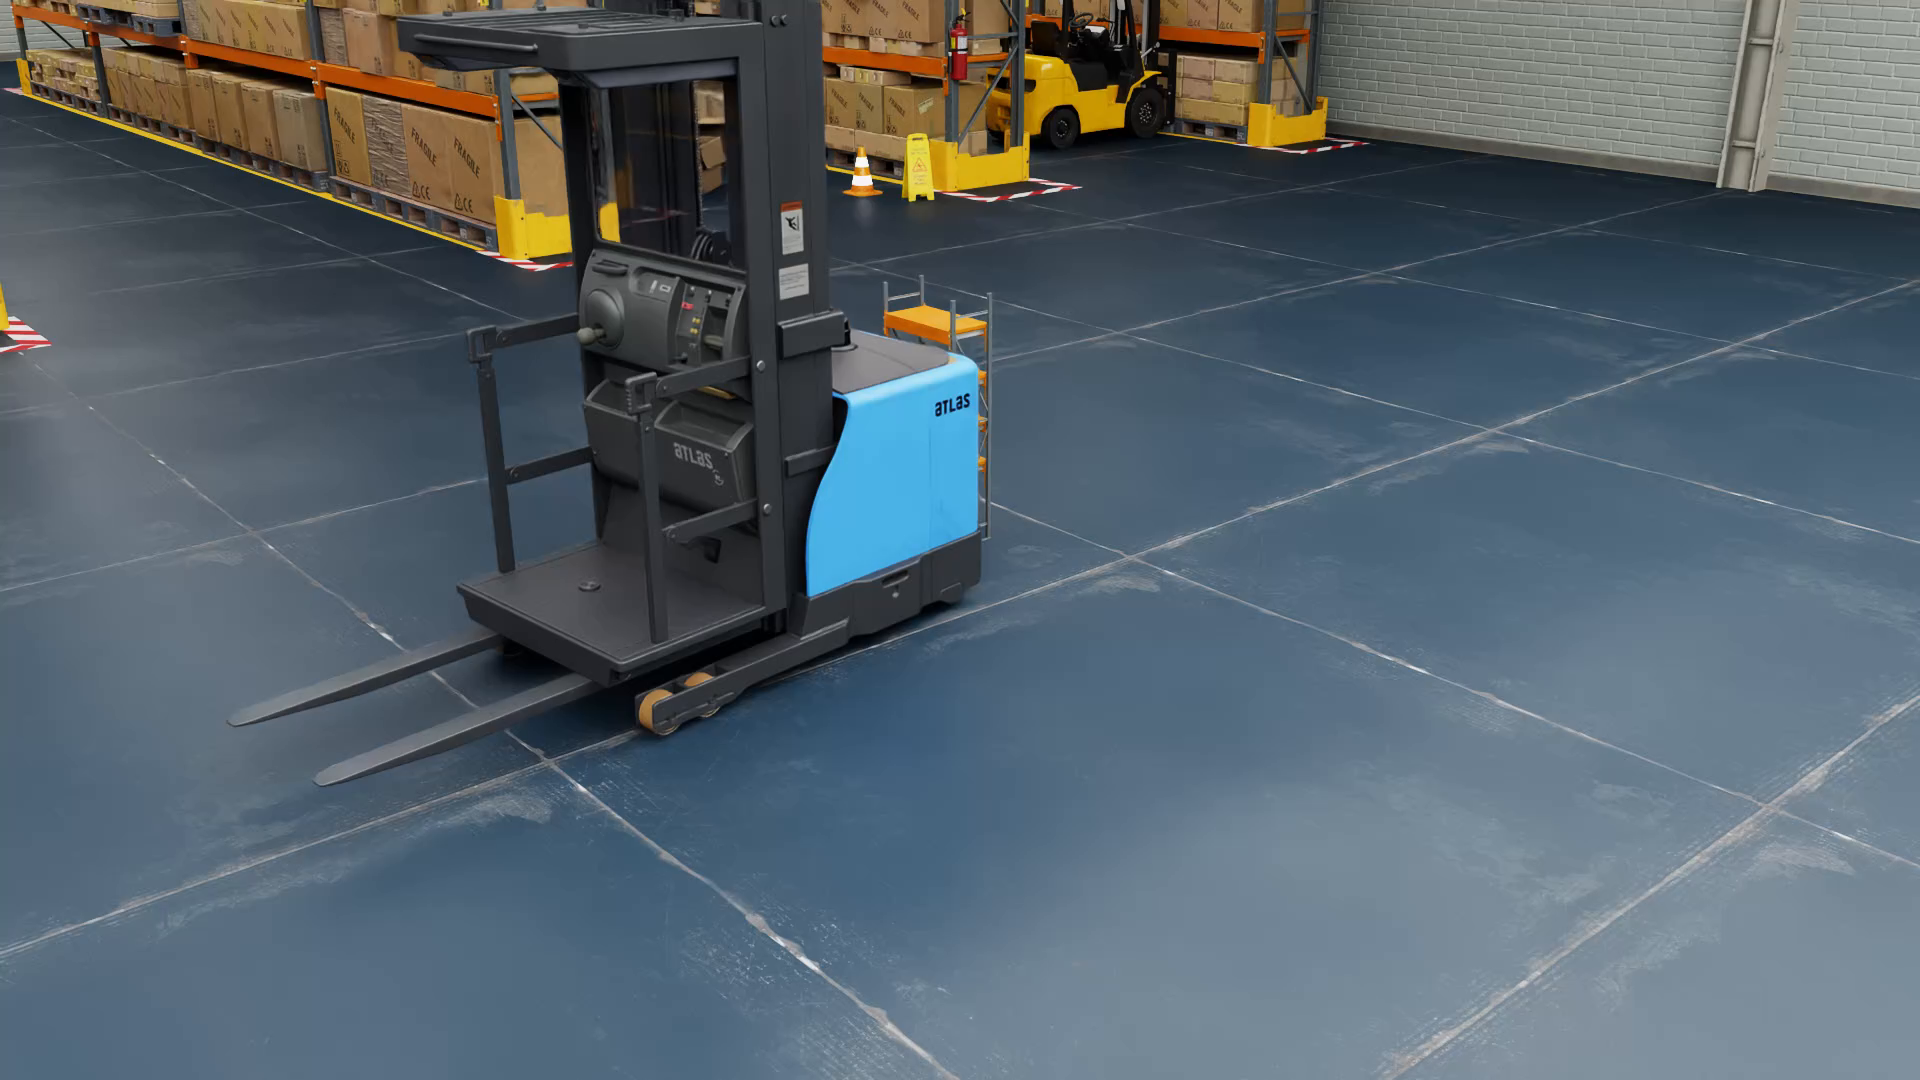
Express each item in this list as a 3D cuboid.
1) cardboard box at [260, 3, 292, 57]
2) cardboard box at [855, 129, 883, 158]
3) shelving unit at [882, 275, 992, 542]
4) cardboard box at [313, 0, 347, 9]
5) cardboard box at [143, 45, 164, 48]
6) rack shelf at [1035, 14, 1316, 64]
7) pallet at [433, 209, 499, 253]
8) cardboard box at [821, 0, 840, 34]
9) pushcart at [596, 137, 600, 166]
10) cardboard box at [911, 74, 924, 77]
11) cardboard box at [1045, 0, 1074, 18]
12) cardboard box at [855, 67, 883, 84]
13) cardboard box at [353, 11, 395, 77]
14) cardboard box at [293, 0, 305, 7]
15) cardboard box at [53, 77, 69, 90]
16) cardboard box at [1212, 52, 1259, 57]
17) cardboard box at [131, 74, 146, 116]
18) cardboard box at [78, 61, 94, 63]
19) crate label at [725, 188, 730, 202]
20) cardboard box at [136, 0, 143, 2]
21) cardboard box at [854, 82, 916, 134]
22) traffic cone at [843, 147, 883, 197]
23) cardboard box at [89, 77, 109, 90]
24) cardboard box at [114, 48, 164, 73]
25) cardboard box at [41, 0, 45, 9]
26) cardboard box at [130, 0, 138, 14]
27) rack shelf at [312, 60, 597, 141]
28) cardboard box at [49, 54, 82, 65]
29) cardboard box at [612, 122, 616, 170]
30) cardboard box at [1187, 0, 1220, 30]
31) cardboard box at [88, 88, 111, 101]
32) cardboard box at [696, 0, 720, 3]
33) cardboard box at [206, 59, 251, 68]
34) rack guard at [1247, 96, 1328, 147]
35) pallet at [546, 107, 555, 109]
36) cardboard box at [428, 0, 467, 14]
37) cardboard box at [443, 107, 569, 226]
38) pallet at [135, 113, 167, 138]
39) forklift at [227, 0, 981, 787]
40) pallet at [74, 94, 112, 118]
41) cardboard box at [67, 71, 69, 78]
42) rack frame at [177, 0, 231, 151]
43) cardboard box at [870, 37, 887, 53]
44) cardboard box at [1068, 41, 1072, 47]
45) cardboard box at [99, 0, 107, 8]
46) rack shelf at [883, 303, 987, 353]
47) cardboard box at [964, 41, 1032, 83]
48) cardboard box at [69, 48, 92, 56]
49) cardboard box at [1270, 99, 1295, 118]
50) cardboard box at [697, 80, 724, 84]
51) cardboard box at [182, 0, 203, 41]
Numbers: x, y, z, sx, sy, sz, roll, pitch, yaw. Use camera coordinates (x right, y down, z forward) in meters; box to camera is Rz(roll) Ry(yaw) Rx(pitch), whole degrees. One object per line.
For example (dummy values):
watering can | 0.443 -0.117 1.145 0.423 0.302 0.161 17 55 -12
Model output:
cardboard box | -6.906 -5.312 17.295 0.500 0.500 0.500 -18 28 -38
cardboard box | -0.802 -4.366 18.211 0.500 0.250 0.500 -17 27 -37
shelving unit | -0.108 -0.604 7.882 0.258 1.200 0.503 -17 27 -37
cardboard box | -5.819 -5.507 16.246 0.875 0.550 0.550 -17 27 -37
cardboard box | -10.578 -6.490 22.265 0.500 0.250 0.500 -18 28 -39
rack shelf | 2.714 -6.546 21.571 1.077 0.370 4.000 -17 27 -37
pallet | -4.004 -2.844 14.955 1.003 0.211 1.213 -17 27 -37
cardboard box | -1.265 -5.839 18.233 0.500 0.500 0.500 -17 27 -37
pushcart | -4.044 -4.474 18.888 0.936 0.377 1.648 12 24 27
cardboard box | -0.737 -4.990 18.776 0.500 0.500 0.500 -17 27 -36
cardboard box | 1.500 -7.296 22.361 0.500 0.500 0.500 -18 28 -39
cardboard box | -0.911 -5.027 17.984 0.380 0.149 0.250 -17 27 -37
cardboard box | -5.144 -4.692 15.644 0.875 0.550 0.550 -17 27 -37
cardboard box | -6.362 -5.693 16.897 0.700 0.500 0.500 -18 28 -38
cardboard box | -12.948 -6.654 24.192 0.380 0.149 0.250 -19 28 -40
cardboard box | 3.520 -6.025 21.076 0.500 0.250 0.500 -17 27 -37
cardboard box | -10.275 -5.732 21.358 0.500 0.500 0.500 -17 27 -37
cardboard box | -12.160 -6.655 23.380 0.380 0.149 0.250 -16 27 -36
crate label | -2.176 -3.469 16.653 0.298 0.136 0.250 7 23 18
cardboard box | -9.661 -6.541 19.931 0.380 0.149 0.250 -17 27 -36
cardboard box | -0.802 -4.713 18.071 0.500 0.500 0.500 -16 27 -36
traffic cone | -0.996 -3.777 16.992 0.336 0.463 0.334 -17 27 -37
cardboard box | -11.702 -6.273 22.813 0.380 0.149 0.250 -17 27 -36
cardboard box | -10.624 -6.222 21.581 0.500 0.250 0.500 -17 27 -36
cardboard box | -13.000 -7.734 23.961 0.380 0.149 0.250 -18 28 -38
cardboard box | -9.804 -6.465 20.146 0.380 0.149 0.250 -18 28 -38
rack shelf | -4.728 -4.157 15.472 1.077 0.370 4.000 -17 27 -37
cardboard box | -13.045 -7.004 24.272 0.380 0.149 0.250 -16 27 -35
cardboard box | -3.420 -4.186 17.795 0.797 0.637 0.503 -17 27 -37
cardboard box | 3.168 -6.594 20.570 0.500 0.500 0.500 -16 27 -36
cardboard box | -11.770 -6.151 22.907 0.380 0.149 0.250 -17 27 -37
cardboard box | -2.825 -6.705 19.869 0.500 0.500 0.500 -18 28 -38
cardboard box | -8.911 -5.779 20.449 0.500 0.250 0.500 -19 28 -40
rack guard | 4.035 -5.158 20.468 1.175 0.500 0.348 -17 27 -37
pallet | -5.418 -6.294 23.763 1.003 0.211 1.213 -17 27 -37
cardboard box | -4.064 -4.754 14.323 0.875 0.550 0.550 -17 27 -37
cardboard box | -3.915 -3.318 14.679 0.875 0.875 0.875 -17 27 -37
pallet | -9.946 -5.405 21.494 1.003 0.211 1.213 -17 27 -37
forklift | -1.276 -0.853 6.142 1.130 2.935 3.031 19 28 39
pallet | -11.721 -6.134 23.355 1.003 0.211 1.213 -17 27 -37
cardboard box | -12.649 -6.736 23.994 0.380 0.149 0.250 -16 26 -35
rack frame | -8.645 -6.150 19.573 1.000 3.000 0.127 -17 27 -37
cardboard box | -0.736 -5.265 17.658 0.380 0.149 0.250 -17 27 -37
cardboard box | 1.486 -6.606 22.561 0.500 0.250 0.500 -18 28 -38
cardboard box | -10.672 -6.830 21.079 0.380 0.149 0.250 -19 28 -40
rack shelf | -0.108 -0.970 7.739 0.258 0.148 0.480 -17 27 -37
cardboard box | 0.559 -6.881 24.121 0.875 0.625 0.625 -18 28 -38
cardboard box | -13.209 -7.336 25.119 0.380 0.149 0.250 -17 27 -36
cardboard box | 3.847 -5.426 20.919 0.500 0.250 0.500 -17 27 -37
cardboard box | -3.621 -5.757 21.597 0.950 0.372 0.625 -16 27 -36
cardboard box | -8.556 -6.008 19.074 0.500 0.500 0.500 -17 27 -37
